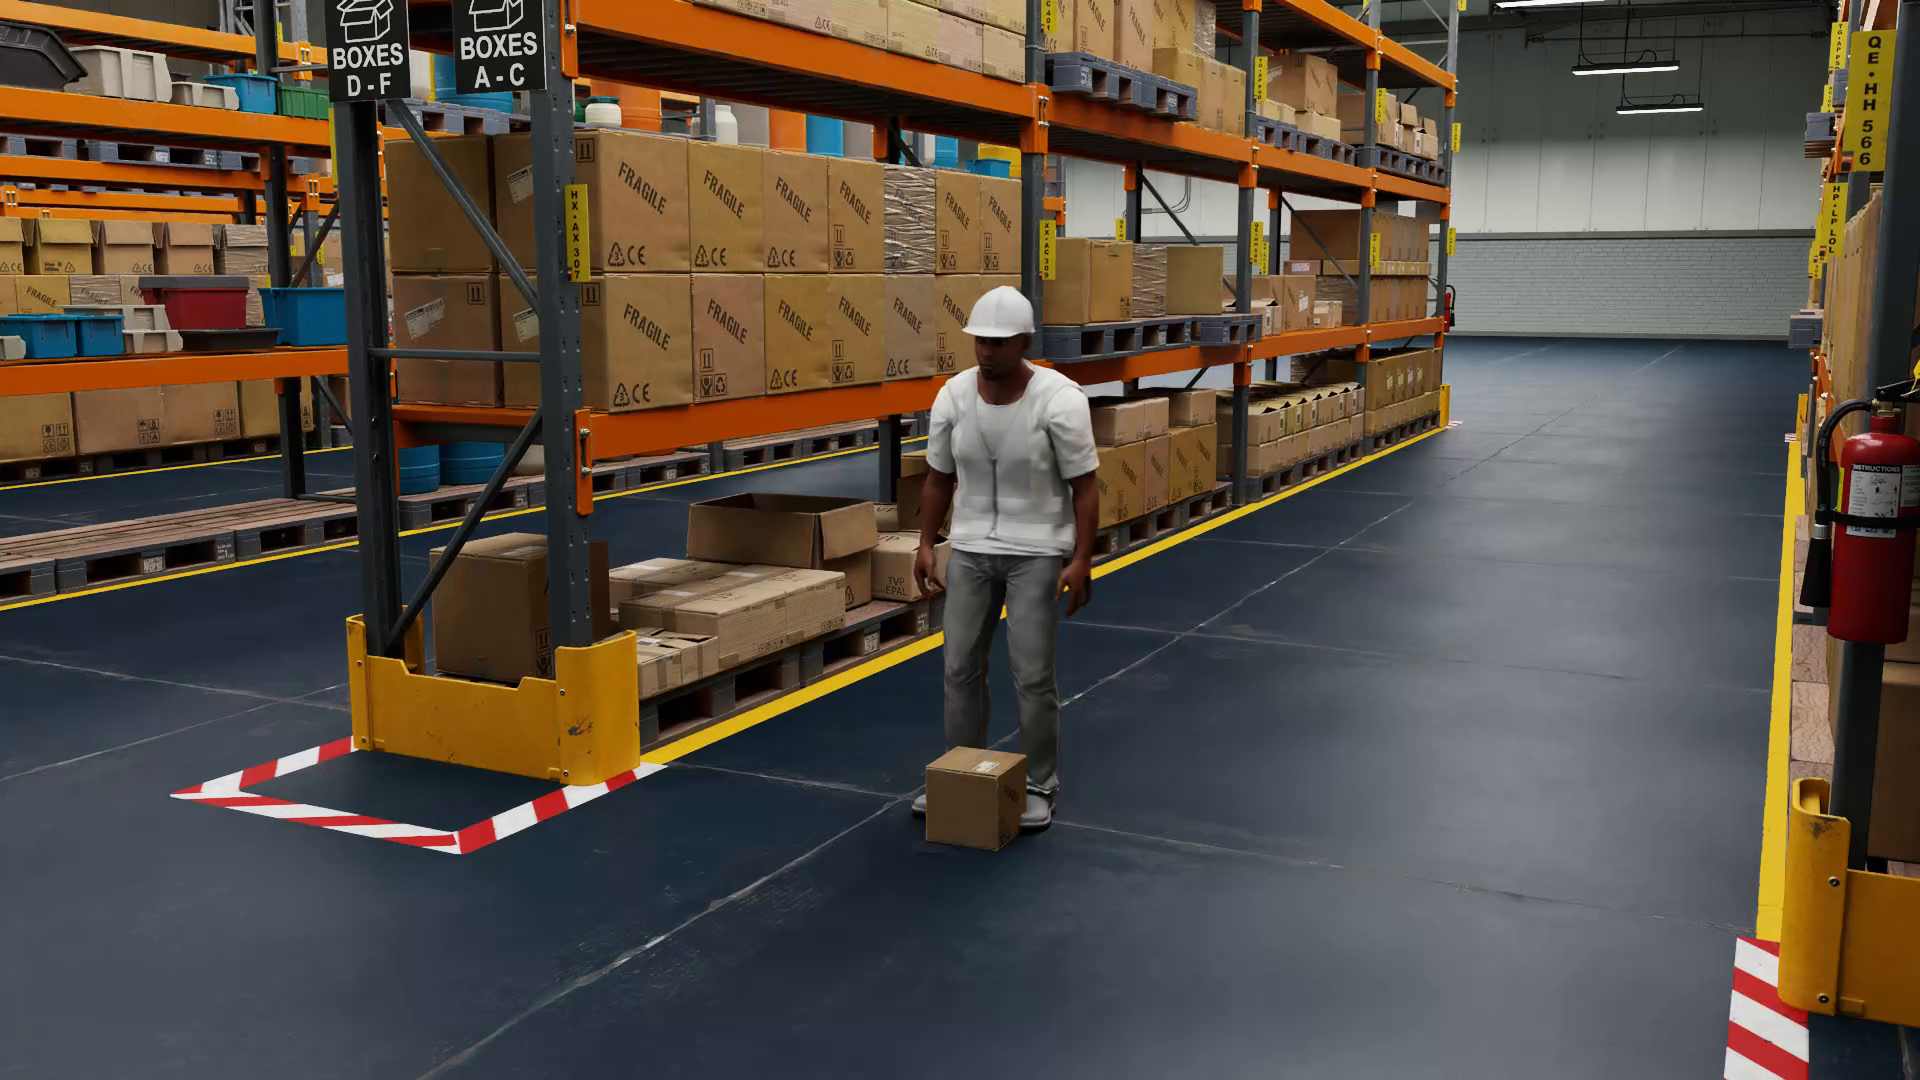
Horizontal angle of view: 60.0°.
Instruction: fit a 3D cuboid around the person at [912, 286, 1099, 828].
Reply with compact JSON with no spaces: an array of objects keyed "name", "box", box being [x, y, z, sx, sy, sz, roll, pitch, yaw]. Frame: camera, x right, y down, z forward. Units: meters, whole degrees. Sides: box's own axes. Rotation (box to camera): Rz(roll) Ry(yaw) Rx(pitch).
[{"name":"person","box":[0.141,0.056,5.453,0.630,1.761,0.462,4,10,25]}]
